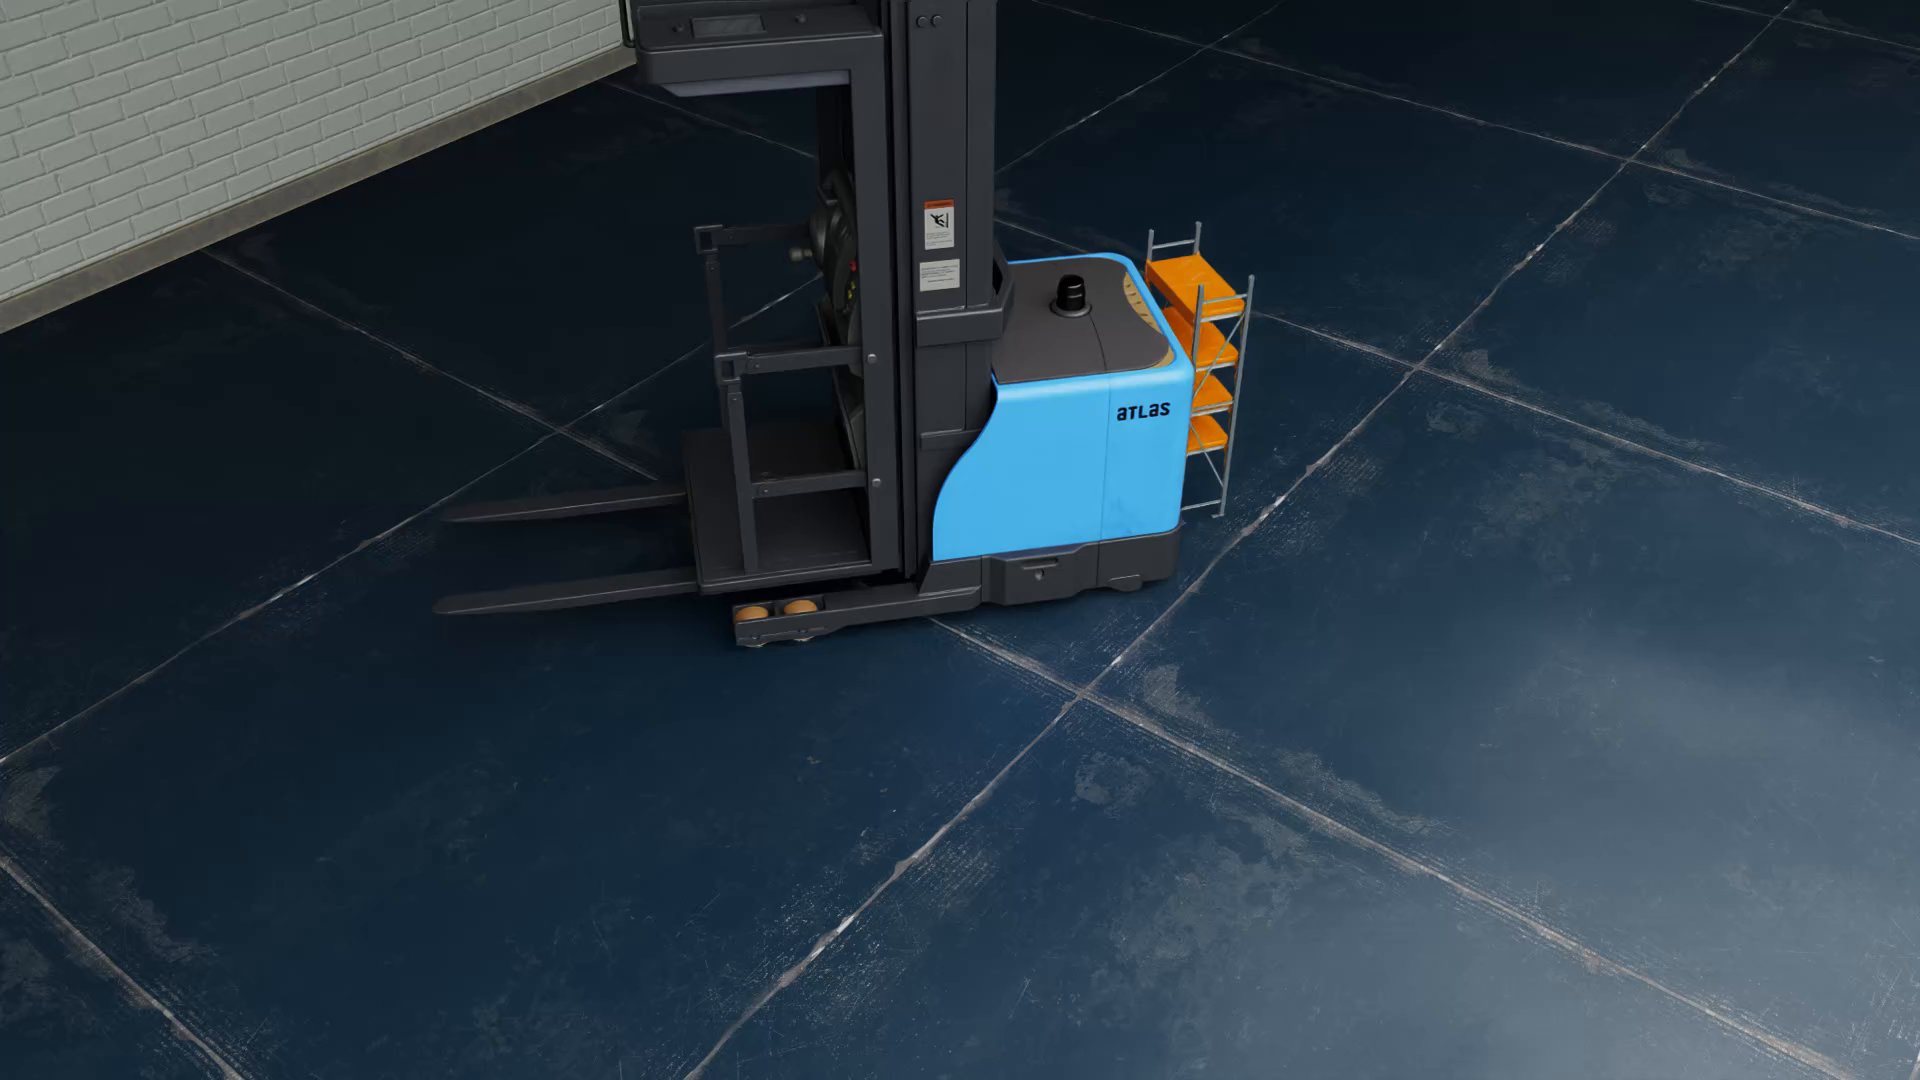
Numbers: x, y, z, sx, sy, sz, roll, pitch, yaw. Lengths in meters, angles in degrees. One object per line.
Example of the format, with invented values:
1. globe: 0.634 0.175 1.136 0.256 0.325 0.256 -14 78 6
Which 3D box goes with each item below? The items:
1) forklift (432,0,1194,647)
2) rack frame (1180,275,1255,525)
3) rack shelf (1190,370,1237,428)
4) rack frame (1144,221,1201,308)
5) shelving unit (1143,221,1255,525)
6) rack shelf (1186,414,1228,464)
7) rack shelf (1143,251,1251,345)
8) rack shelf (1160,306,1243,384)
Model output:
1. forklift: -0.652 -1.078 6.250 3.031 2.935 1.130 -7 39 -9
2. rack frame: 1.059 -0.561 6.991 0.240 1.200 0.015 -12 40 -15
3. rack shelf: 0.979 -0.650 7.214 0.258 0.148 0.480 -12 40 -15
4. rack frame: 0.899 -0.845 7.354 0.240 1.200 0.015 -12 40 -15
5. shelving unit: 0.979 -0.703 7.173 0.258 1.200 0.503 -12 40 -15
6. rack shelf: 0.977 -0.493 7.336 0.258 0.148 0.480 -12 40 -15
7. rack shelf: 0.981 -1.013 6.931 0.258 0.148 0.480 -12 40 -15
8. rack shelf: 0.980 -0.826 7.077 0.258 0.148 0.480 -12 40 -15
